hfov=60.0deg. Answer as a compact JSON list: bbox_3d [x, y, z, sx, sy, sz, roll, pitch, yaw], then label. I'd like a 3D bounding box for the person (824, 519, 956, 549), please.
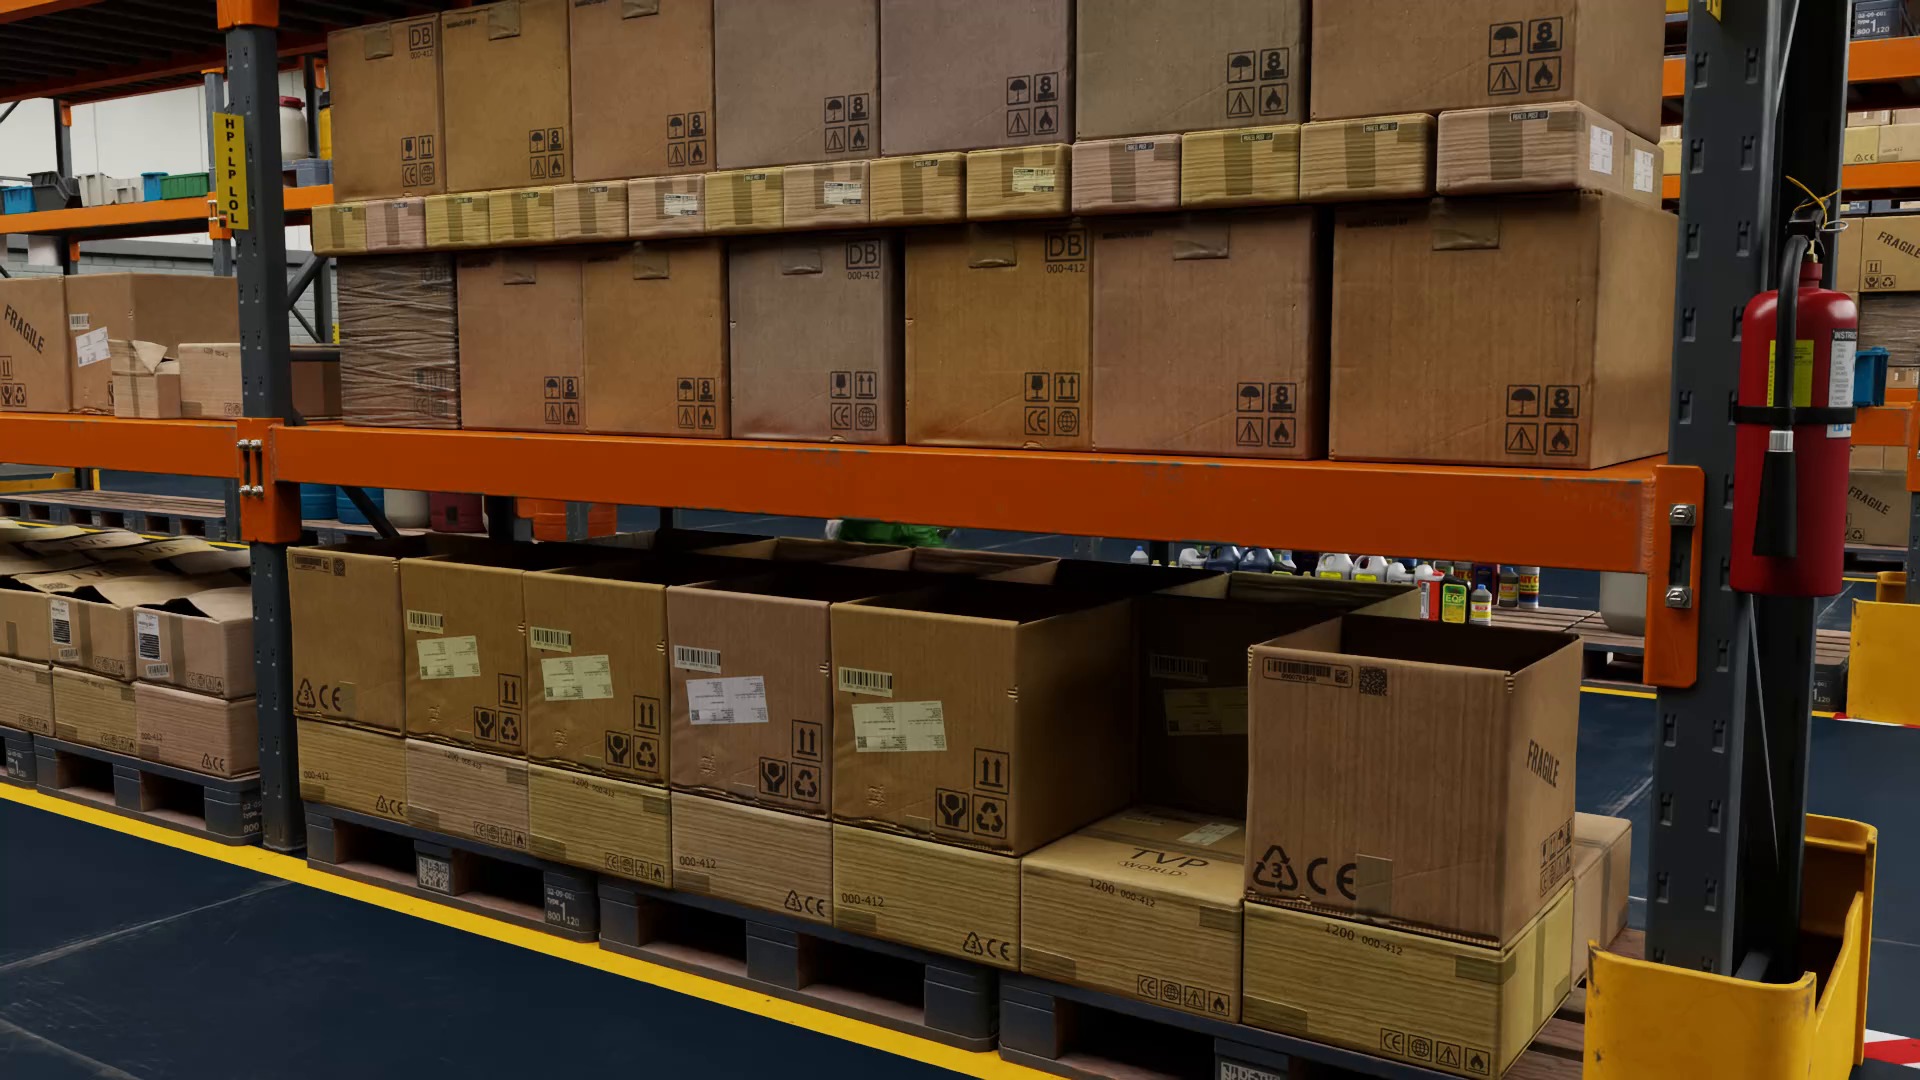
[{"bbox_3d":[-0.250,-0.105,6.712,0.652,1.754,0.827,-3,7,-22],"label":"person"}]
